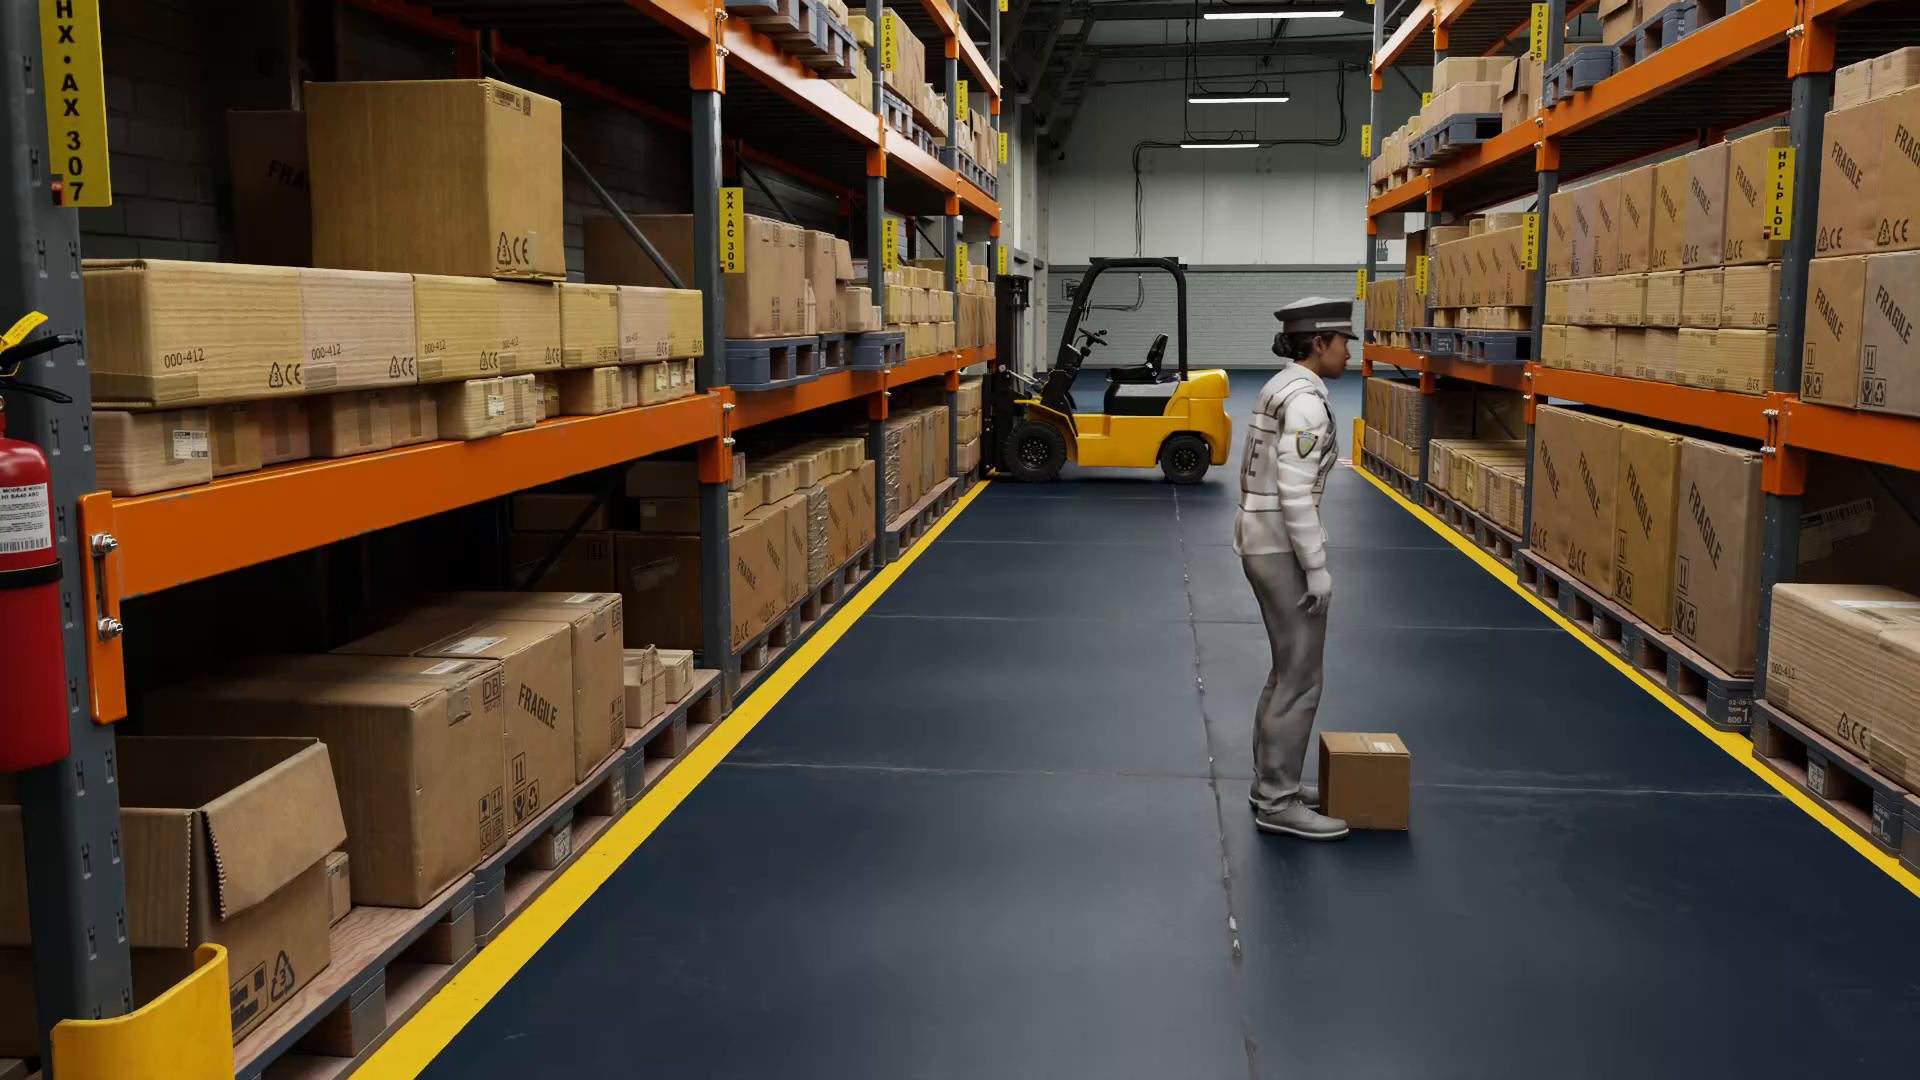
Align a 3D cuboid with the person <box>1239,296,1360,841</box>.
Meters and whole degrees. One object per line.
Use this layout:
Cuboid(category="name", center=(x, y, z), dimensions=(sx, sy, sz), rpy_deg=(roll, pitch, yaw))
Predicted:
Cuboid(category="person", center=(1.064, 0.074, 5.236), dimensions=(0.356, 1.665, 0.461), rpy_deg=(1, 8, 4))
